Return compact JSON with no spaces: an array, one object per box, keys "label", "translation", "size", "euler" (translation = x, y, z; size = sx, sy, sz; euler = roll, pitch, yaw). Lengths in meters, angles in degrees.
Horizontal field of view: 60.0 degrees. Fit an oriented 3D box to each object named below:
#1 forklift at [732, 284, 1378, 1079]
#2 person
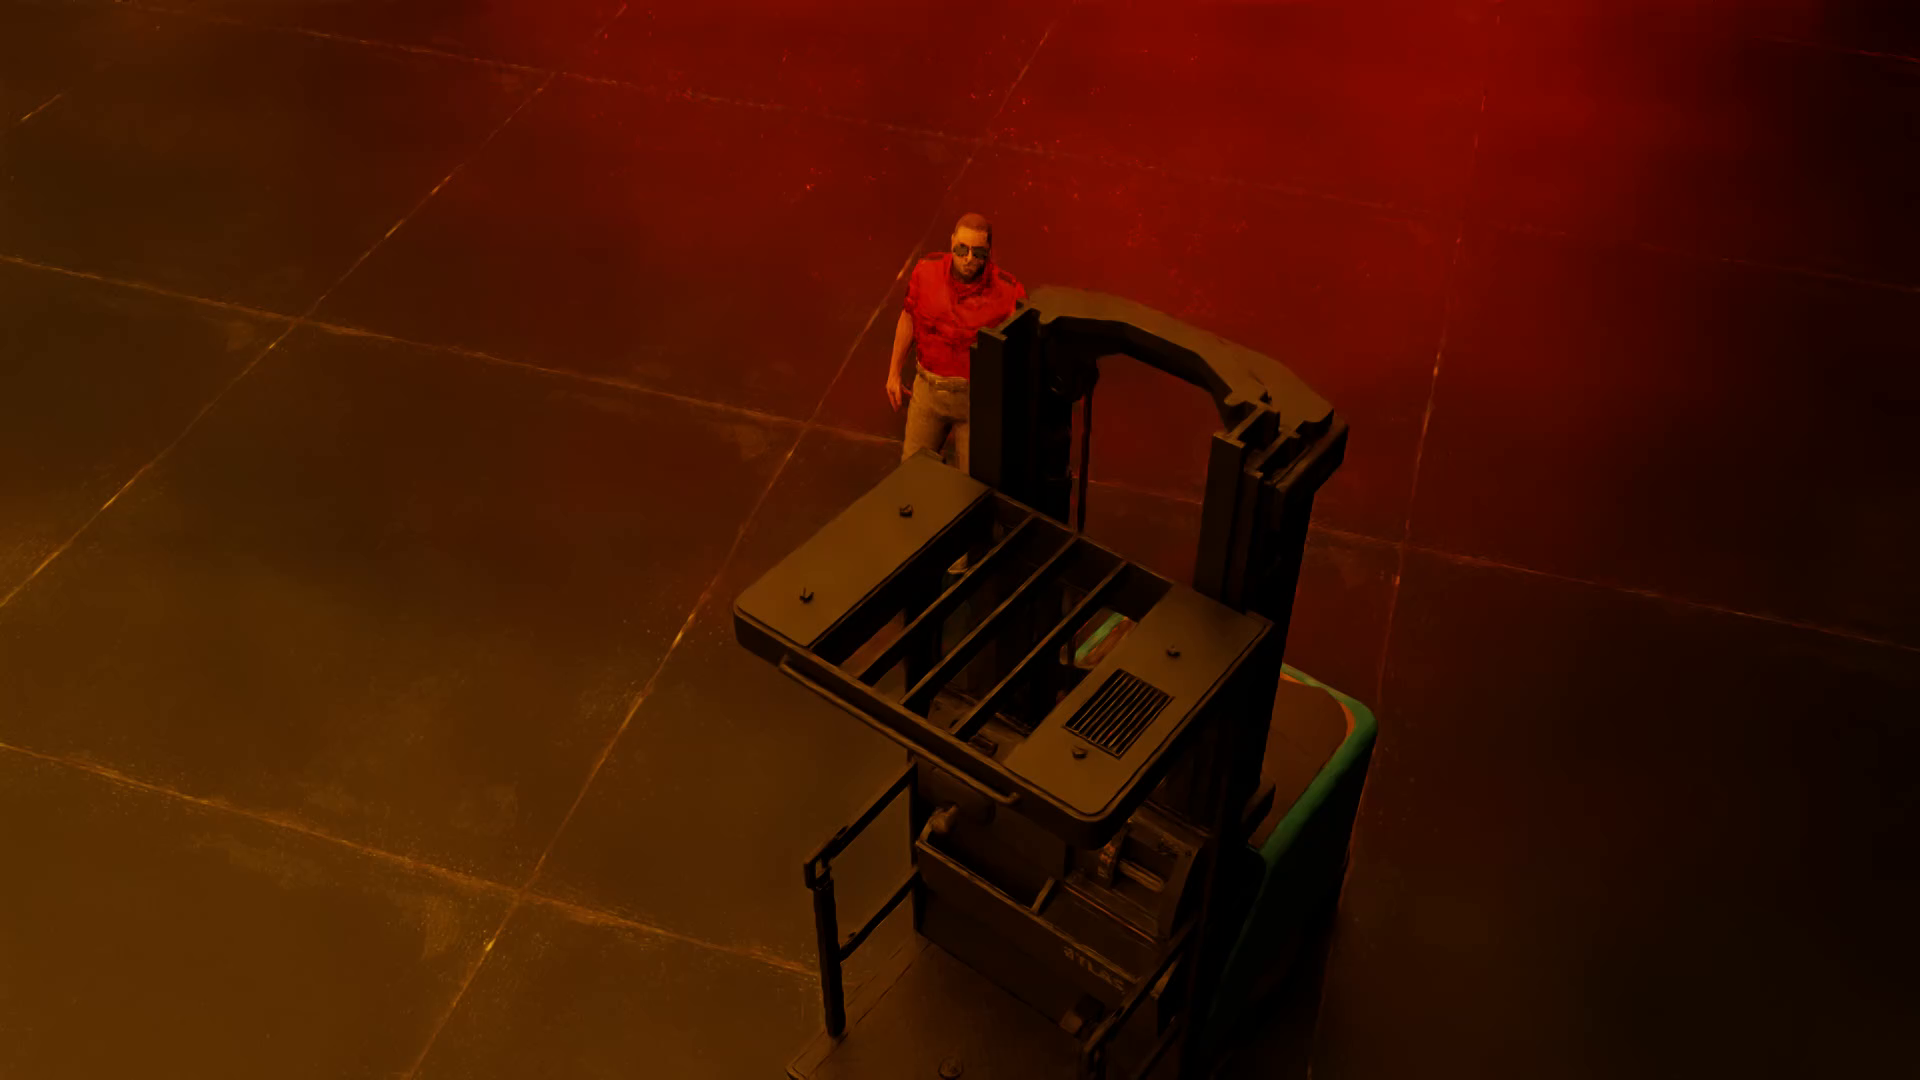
[{"label":"forklift","translation":[0.140,0.889,4.733],"size":[1.130,2.935,3.031],"euler":[28,50,27]},{"label":"person","translation":[-0.039,-0.583,7.187],"size":[0.640,1.727,0.550],"euler":[12,44,13]}]
